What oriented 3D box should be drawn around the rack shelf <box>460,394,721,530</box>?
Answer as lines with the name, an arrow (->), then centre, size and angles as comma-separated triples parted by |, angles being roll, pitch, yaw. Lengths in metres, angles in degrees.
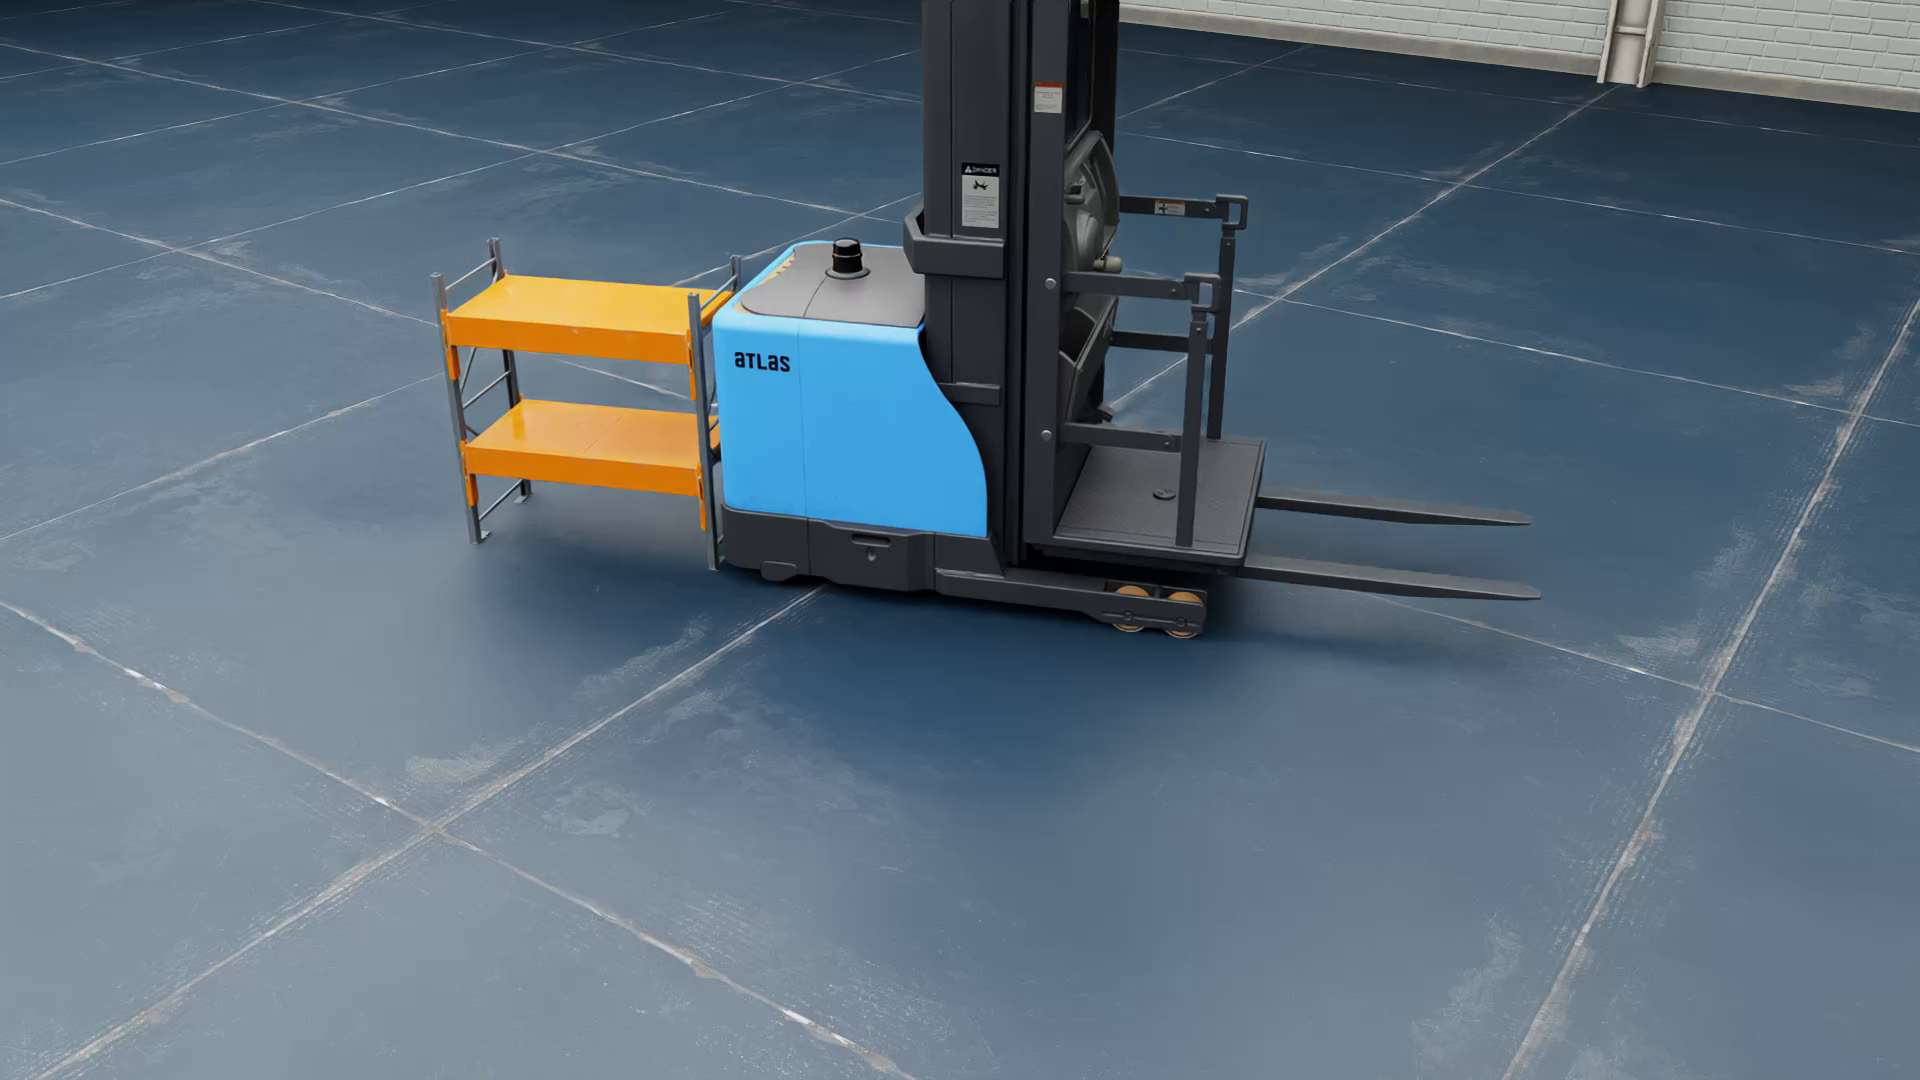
rack shelf -> -1.412, -0.325, 6.687 | 1.000, 0.278, 0.538 | 6, 28, 11

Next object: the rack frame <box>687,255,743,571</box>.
rack frame -> -0.917, -0.492, 6.476 | 0.032, 1.125, 0.500 | 6, 28, 11

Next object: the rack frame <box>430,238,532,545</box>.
rack frame -> -1.908, -0.593, 6.676 | 0.032, 1.125, 0.500 | 6, 28, 11

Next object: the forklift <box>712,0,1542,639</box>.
forklift -> 0.658, -1.214, 5.904 | 3.031, 2.935, 1.130 | 6, 28, 12

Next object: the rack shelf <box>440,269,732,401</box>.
rack shelf -> -1.412, -0.803, 6.443 | 1.000, 0.278, 0.538 | 6, 28, 11

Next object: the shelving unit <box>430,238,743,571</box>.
shelving unit -> -1.412, -0.543, 6.576 | 1.048, 1.125, 0.538 | 6, 28, 11

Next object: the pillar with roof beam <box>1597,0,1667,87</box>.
pillar with roof beam -> 3.442, -6.456, 9.513 | 0.400, 9.000, 9.100 | 17, 32, 30
